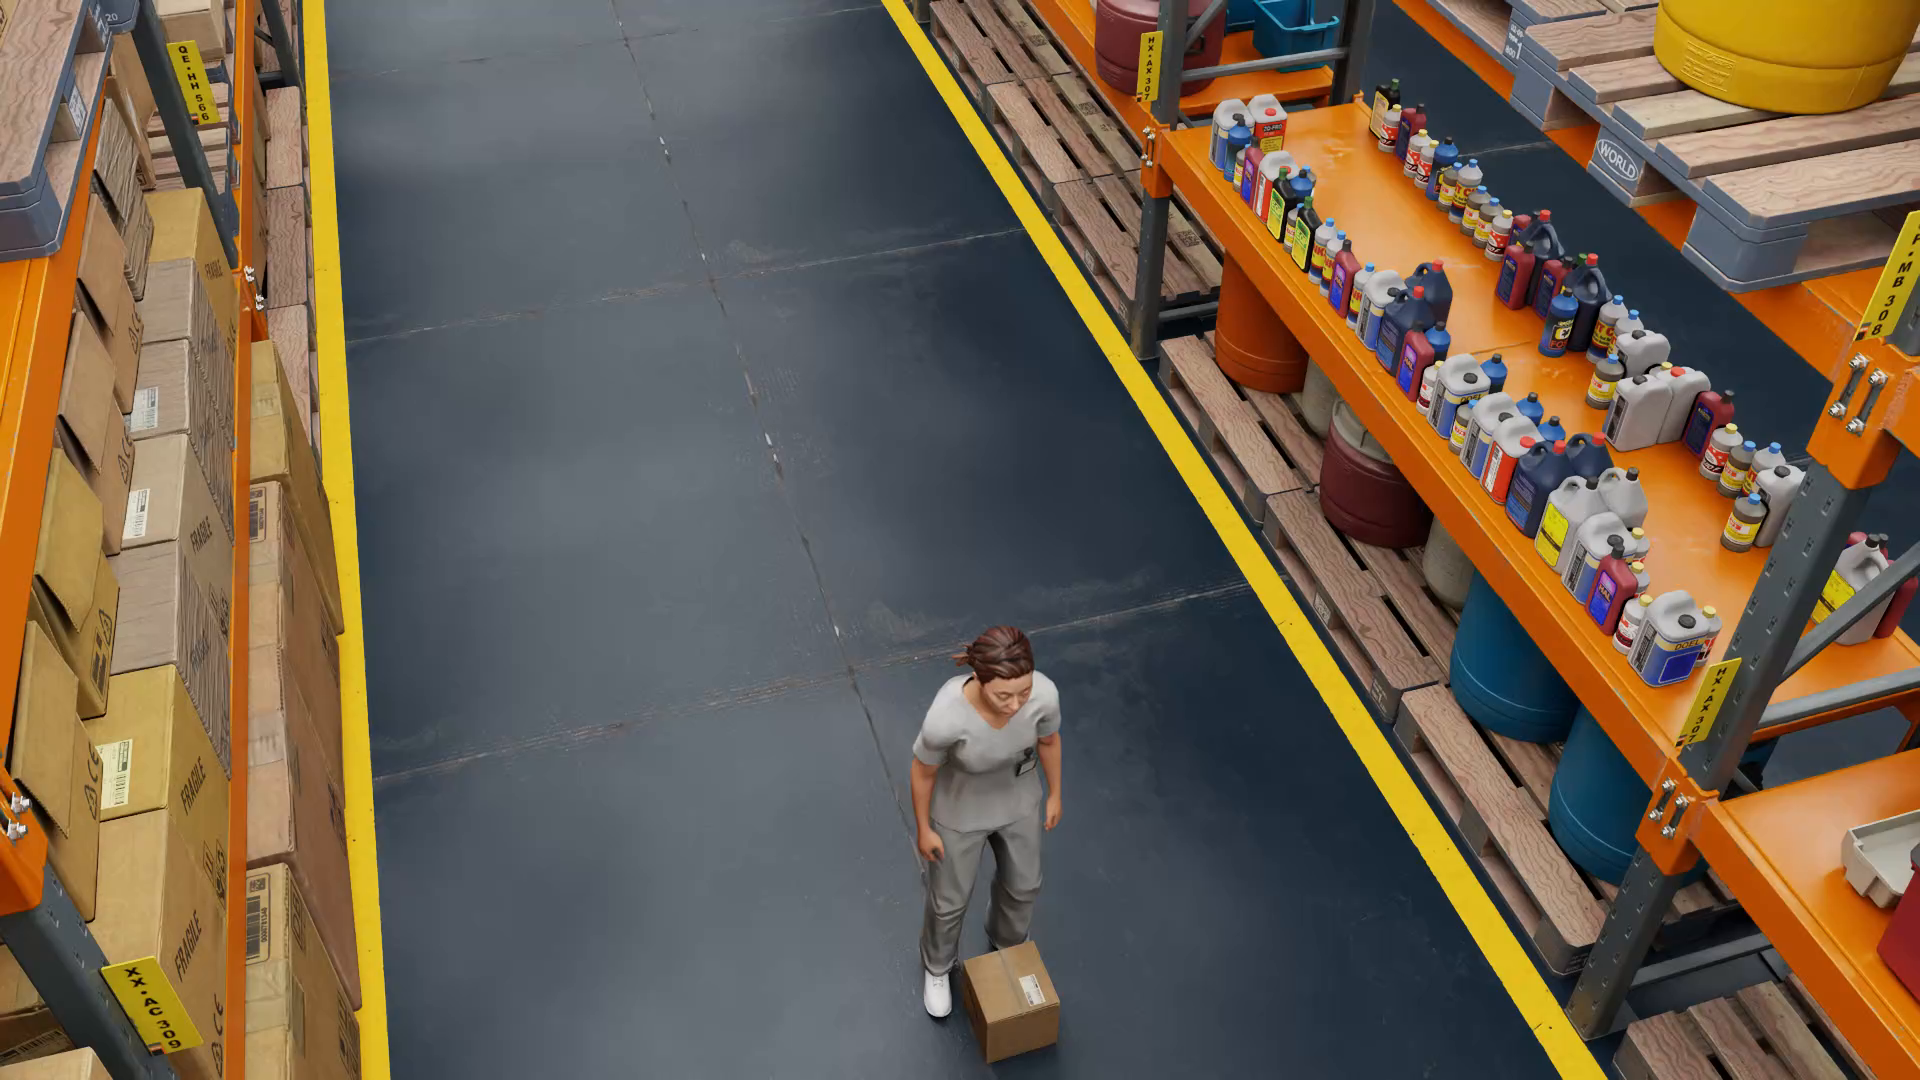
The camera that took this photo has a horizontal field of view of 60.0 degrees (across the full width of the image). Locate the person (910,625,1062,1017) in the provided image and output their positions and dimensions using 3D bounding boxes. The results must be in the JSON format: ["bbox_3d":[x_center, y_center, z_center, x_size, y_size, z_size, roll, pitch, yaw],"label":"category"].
[{"bbox_3d":[0.085,0.854,5.226,0.500,1.672,0.350,-13,44,-14],"label":"person"}]
